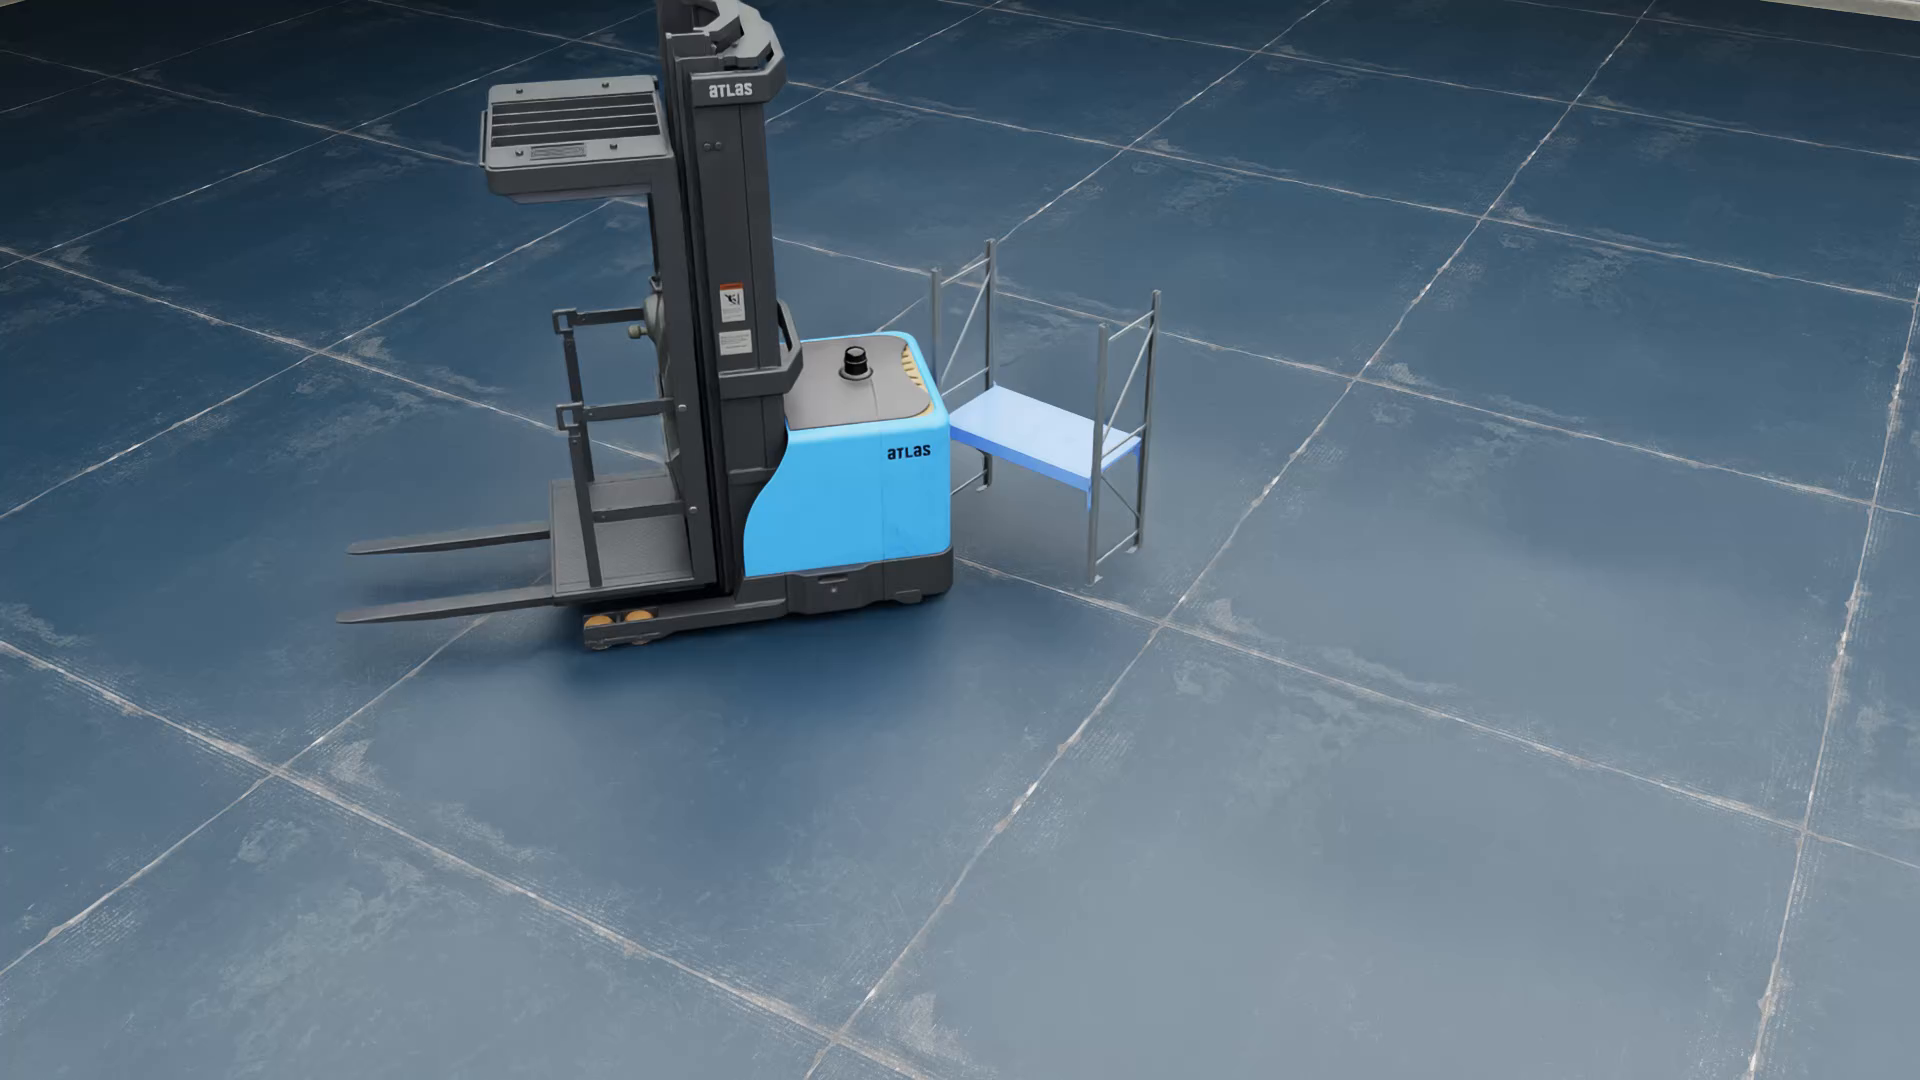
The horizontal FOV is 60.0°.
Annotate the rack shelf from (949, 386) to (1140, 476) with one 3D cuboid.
[{"bbox_3d":[0.419,-0.568,8.726,0.952,0.026,0.459,23,40,31],"label":"rack shelf"}]

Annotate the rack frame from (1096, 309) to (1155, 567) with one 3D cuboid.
[{"bbox_3d":[0.818,-0.488,8.401,0.013,1.308,0.475,23,40,31],"label":"rack frame"}]

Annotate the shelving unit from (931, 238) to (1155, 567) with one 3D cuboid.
[{"bbox_3d":[0.416,-0.664,8.665,1.039,1.500,0.500,23,40,31],"label":"shelving unit"}]

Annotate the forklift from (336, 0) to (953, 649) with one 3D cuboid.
[{"bbox_3d":[-1.608,-1.001,7.880,3.031,2.935,1.130,-7,34,-10],"label":"forklift"}]

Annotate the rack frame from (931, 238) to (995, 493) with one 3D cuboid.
[{"bbox_3d":[0.019,-0.836,8.924,0.032,1.500,0.500,23,40,31],"label":"rack frame"}]
